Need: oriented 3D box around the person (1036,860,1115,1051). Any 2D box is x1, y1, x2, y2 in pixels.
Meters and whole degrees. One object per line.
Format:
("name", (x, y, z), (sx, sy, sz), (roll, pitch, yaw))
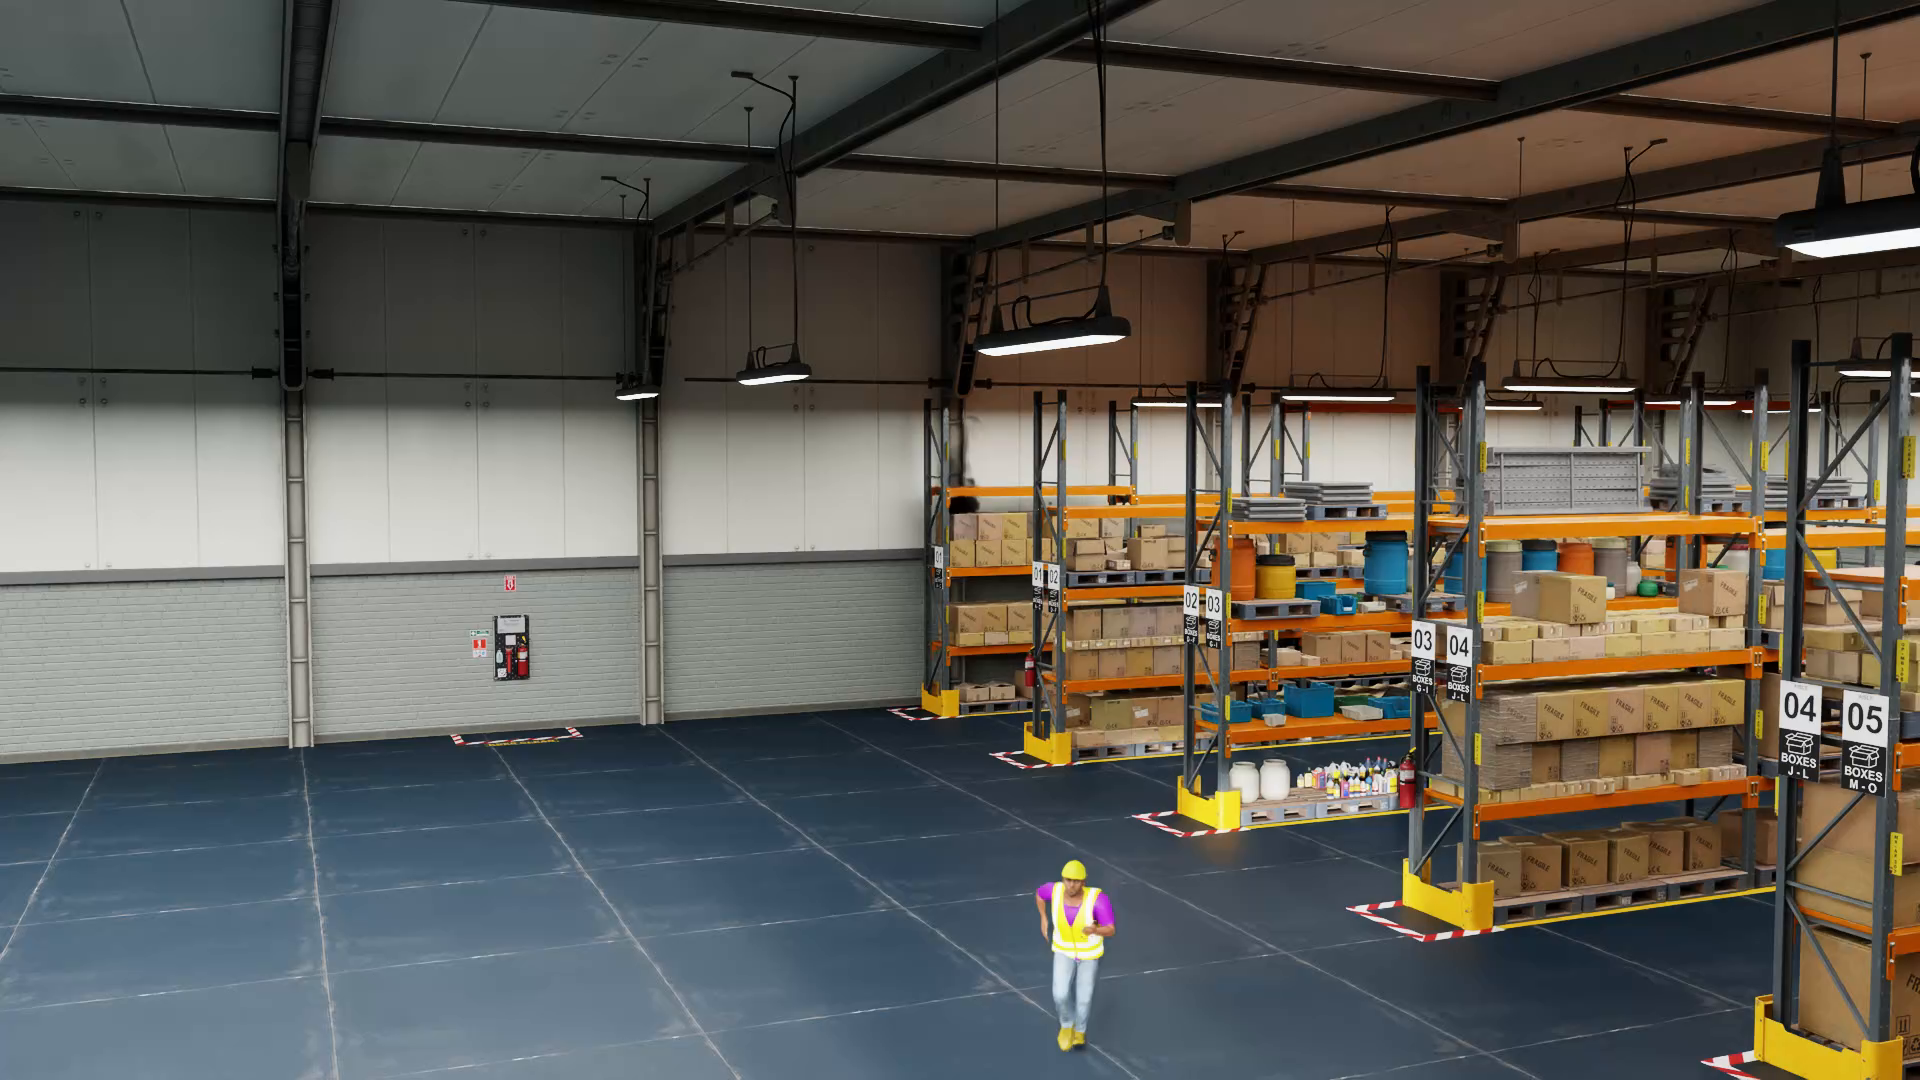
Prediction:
("person", (0.958, 3.475, 13.921), (0.681, 1.679, 0.879), (0, 3, 7))
